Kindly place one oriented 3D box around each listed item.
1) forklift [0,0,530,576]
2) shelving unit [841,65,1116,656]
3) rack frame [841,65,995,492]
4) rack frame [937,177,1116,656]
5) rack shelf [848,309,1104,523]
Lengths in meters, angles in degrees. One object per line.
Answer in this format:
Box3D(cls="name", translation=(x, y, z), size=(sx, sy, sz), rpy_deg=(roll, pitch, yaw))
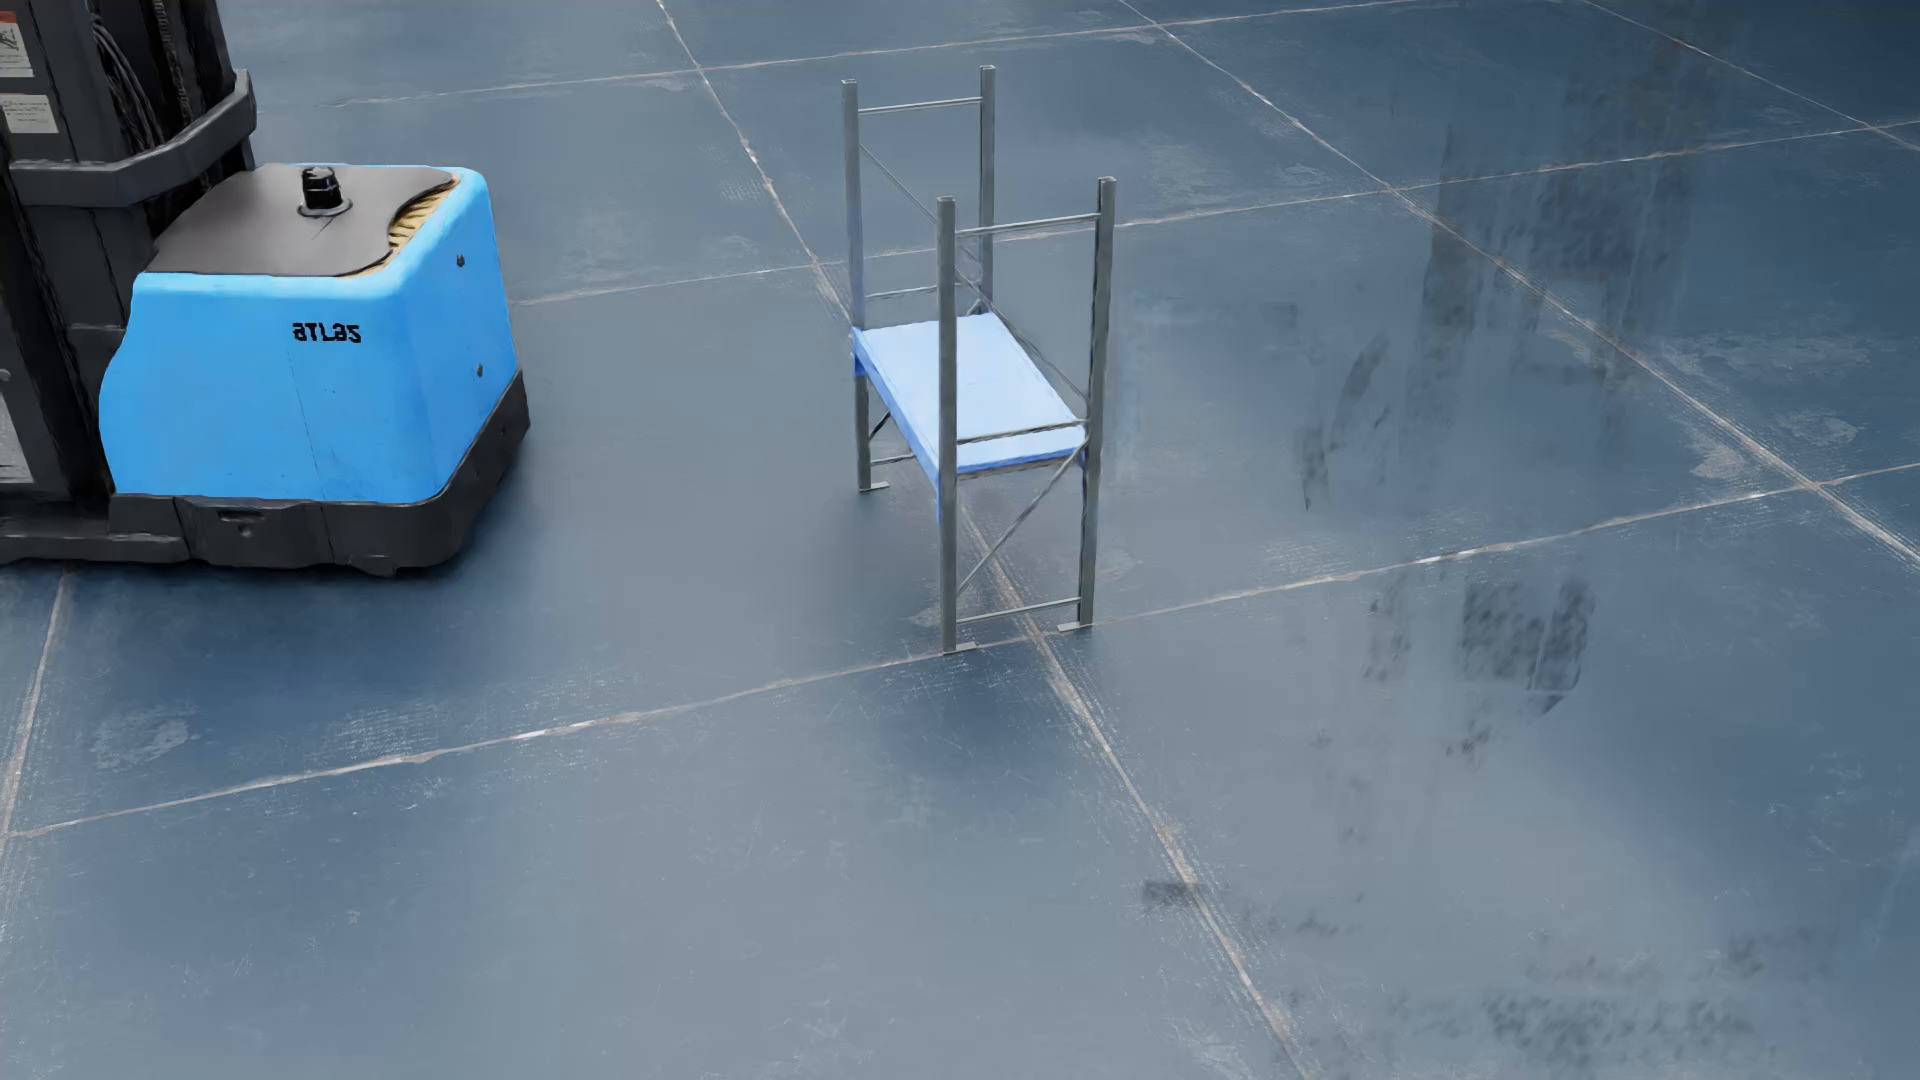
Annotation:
Box3D(cls="forklift", translation=(-3.161, -1.414, 5.231), size=(3.031, 2.935, 1.130), rpy_deg=(2, 34, 3))
Box3D(cls="shelving unit", translation=(0.026, -0.581, 5.269), size=(0.538, 1.500, 1.048), rpy_deg=(-10, 35, -15))
Box3D(cls="rack frame", translation=(-0.129, -0.848, 5.673), size=(0.500, 1.500, 0.032), rpy_deg=(-10, 35, -15))
Box3D(cls="rack frame", translation=(0.181, -0.314, 4.865), size=(0.500, 1.500, 0.032), rpy_deg=(-10, 35, -15))
Box3D(cls="rack shelf", translation=(0.026, -0.431, 5.368), size=(0.538, 0.185, 1.000), rpy_deg=(-10, 35, -15))
